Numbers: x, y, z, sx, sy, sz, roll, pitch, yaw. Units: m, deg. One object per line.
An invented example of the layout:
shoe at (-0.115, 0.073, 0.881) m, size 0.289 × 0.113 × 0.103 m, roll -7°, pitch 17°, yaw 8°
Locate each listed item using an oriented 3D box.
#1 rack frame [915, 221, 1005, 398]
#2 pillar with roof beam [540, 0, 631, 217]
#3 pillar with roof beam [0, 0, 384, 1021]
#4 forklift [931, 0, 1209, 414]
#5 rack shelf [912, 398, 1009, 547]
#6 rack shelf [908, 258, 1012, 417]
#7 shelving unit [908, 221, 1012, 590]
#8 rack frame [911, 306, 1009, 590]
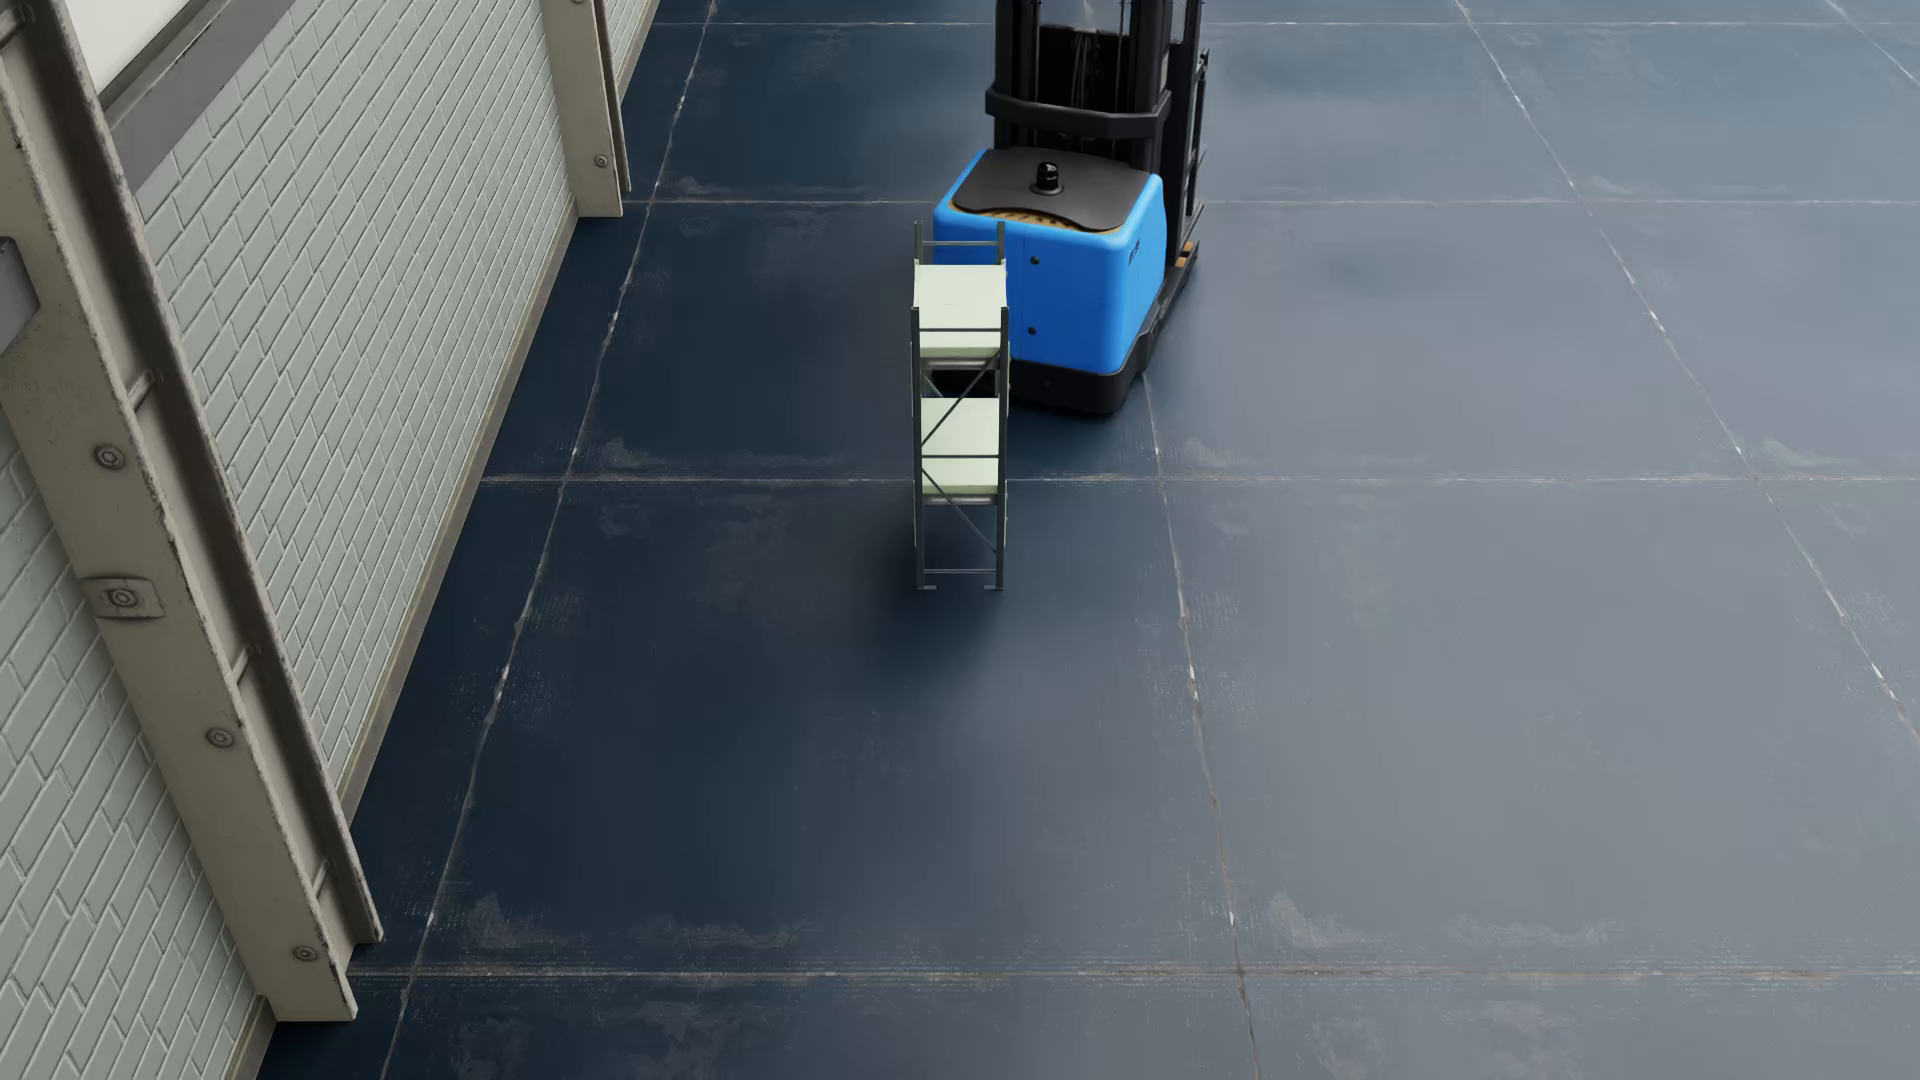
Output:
rack frame at (0.000, -0.818, 7.817) m, size 0.400 × 1.500 × 0.023 m, roll 0°, pitch 39°, yaw 0°
pillar with roof beam at (2.002, -5.692, 7.902) m, size 9.100 × 9.000 × 0.400 m, roll 0°, pitch 39°, yaw 0°
pillar with roof beam at (2.009, -1.940, 3.220) m, size 9.100 × 9.000 × 0.400 m, roll 0°, pitch 39°, yaw 0°
forklift at (0.802, -2.732, 9.061) m, size 1.130 × 2.935 × 3.031 m, roll 12°, pitch 40°, yaw 15°
rack shelf at (0.000, -0.335, 7.736) m, size 0.431 × 0.370 × 0.720 m, roll 0°, pitch 39°, yaw 0°
rack shelf at (0.000, -0.894, 7.288) m, size 0.431 × 0.370 × 0.720 m, roll 0°, pitch 39°, yaw 0°
shelving unit at (0.000, -0.589, 7.532) m, size 0.431 × 1.500 × 0.755 m, roll 0°, pitch 39°, yaw 0°
rack frame at (0.000, -0.361, 7.246) m, size 0.400 × 1.500 × 0.023 m, roll 0°, pitch 39°, yaw 0°
